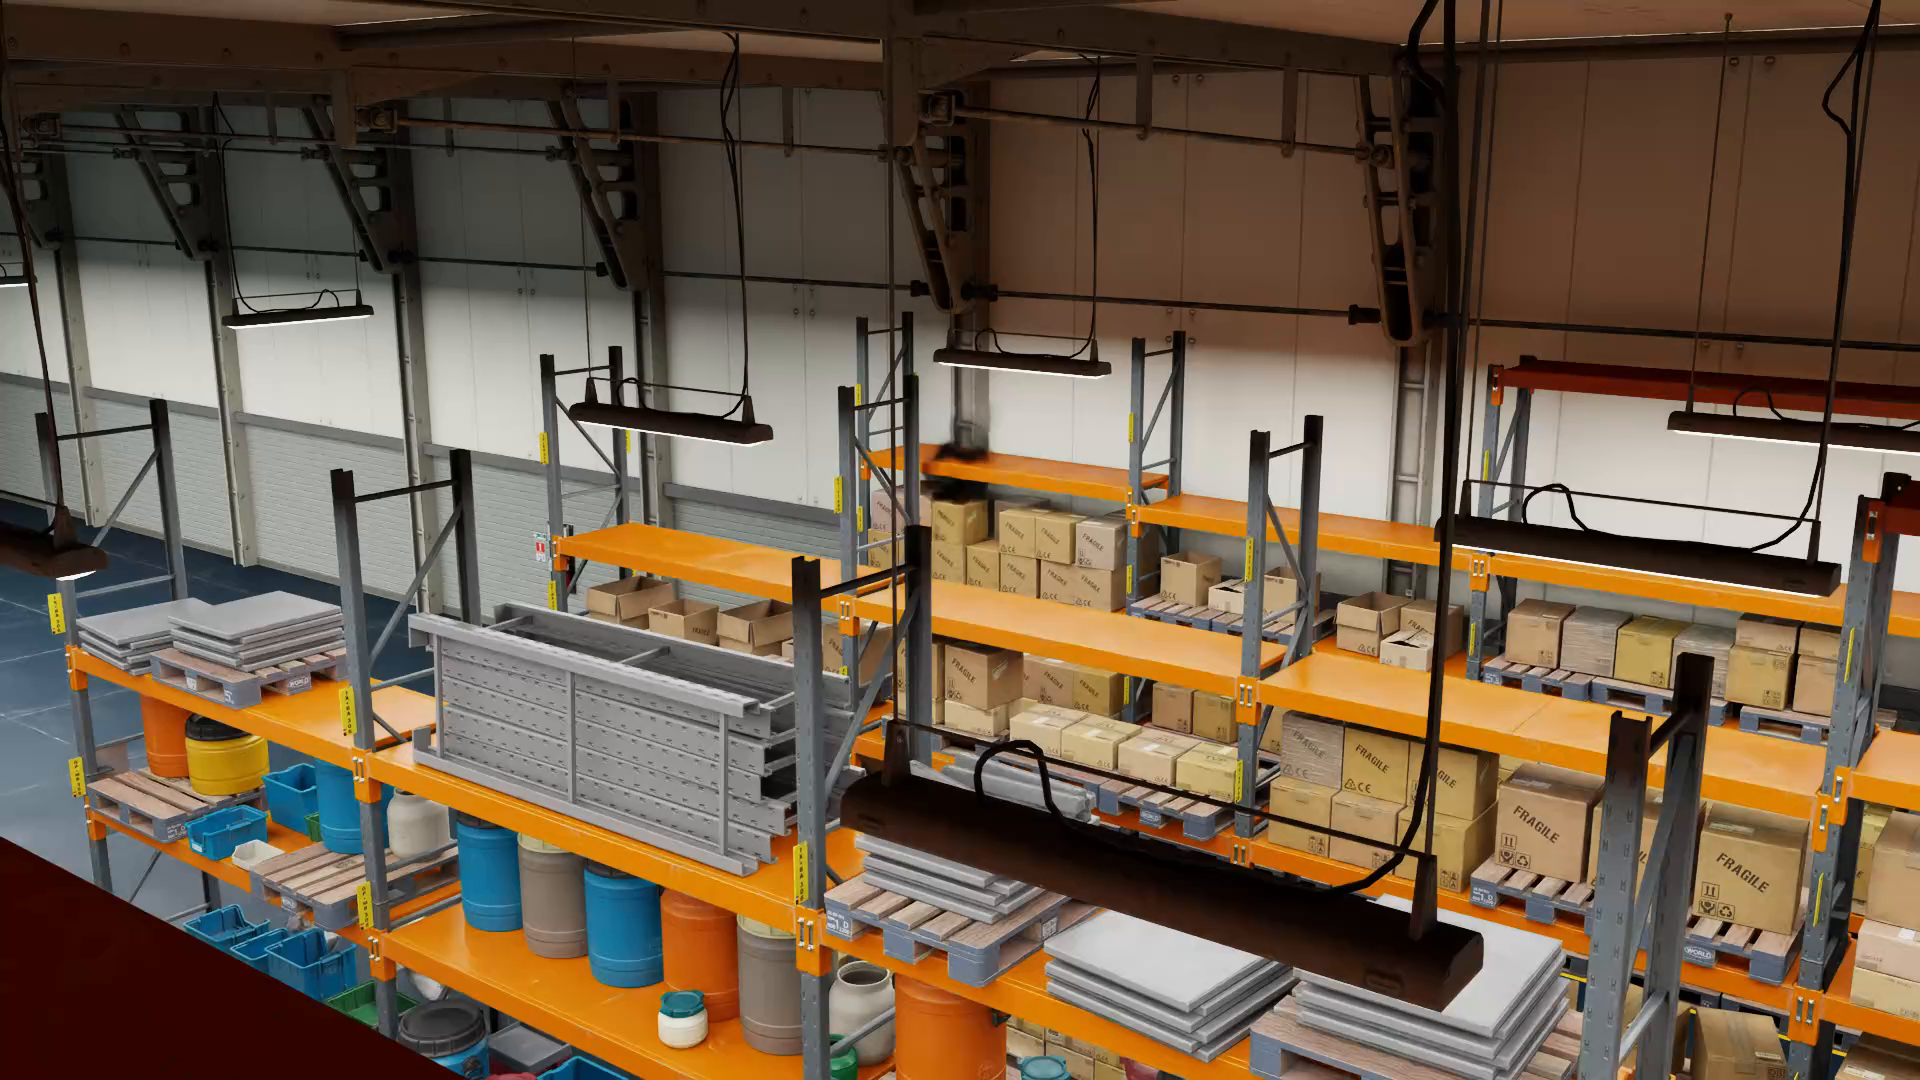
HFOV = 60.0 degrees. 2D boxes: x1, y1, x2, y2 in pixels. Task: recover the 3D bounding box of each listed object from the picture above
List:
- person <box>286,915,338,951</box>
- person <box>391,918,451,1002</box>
[{"bbox_3d":[-5.936,3.734,15.424,0.645,1.725,0.573,8,15,31],"label":"person"},{"bbox_3d":[-5.119,3.689,15.323,1.057,1.790,0.711,6,14,24],"label":"person"}]
